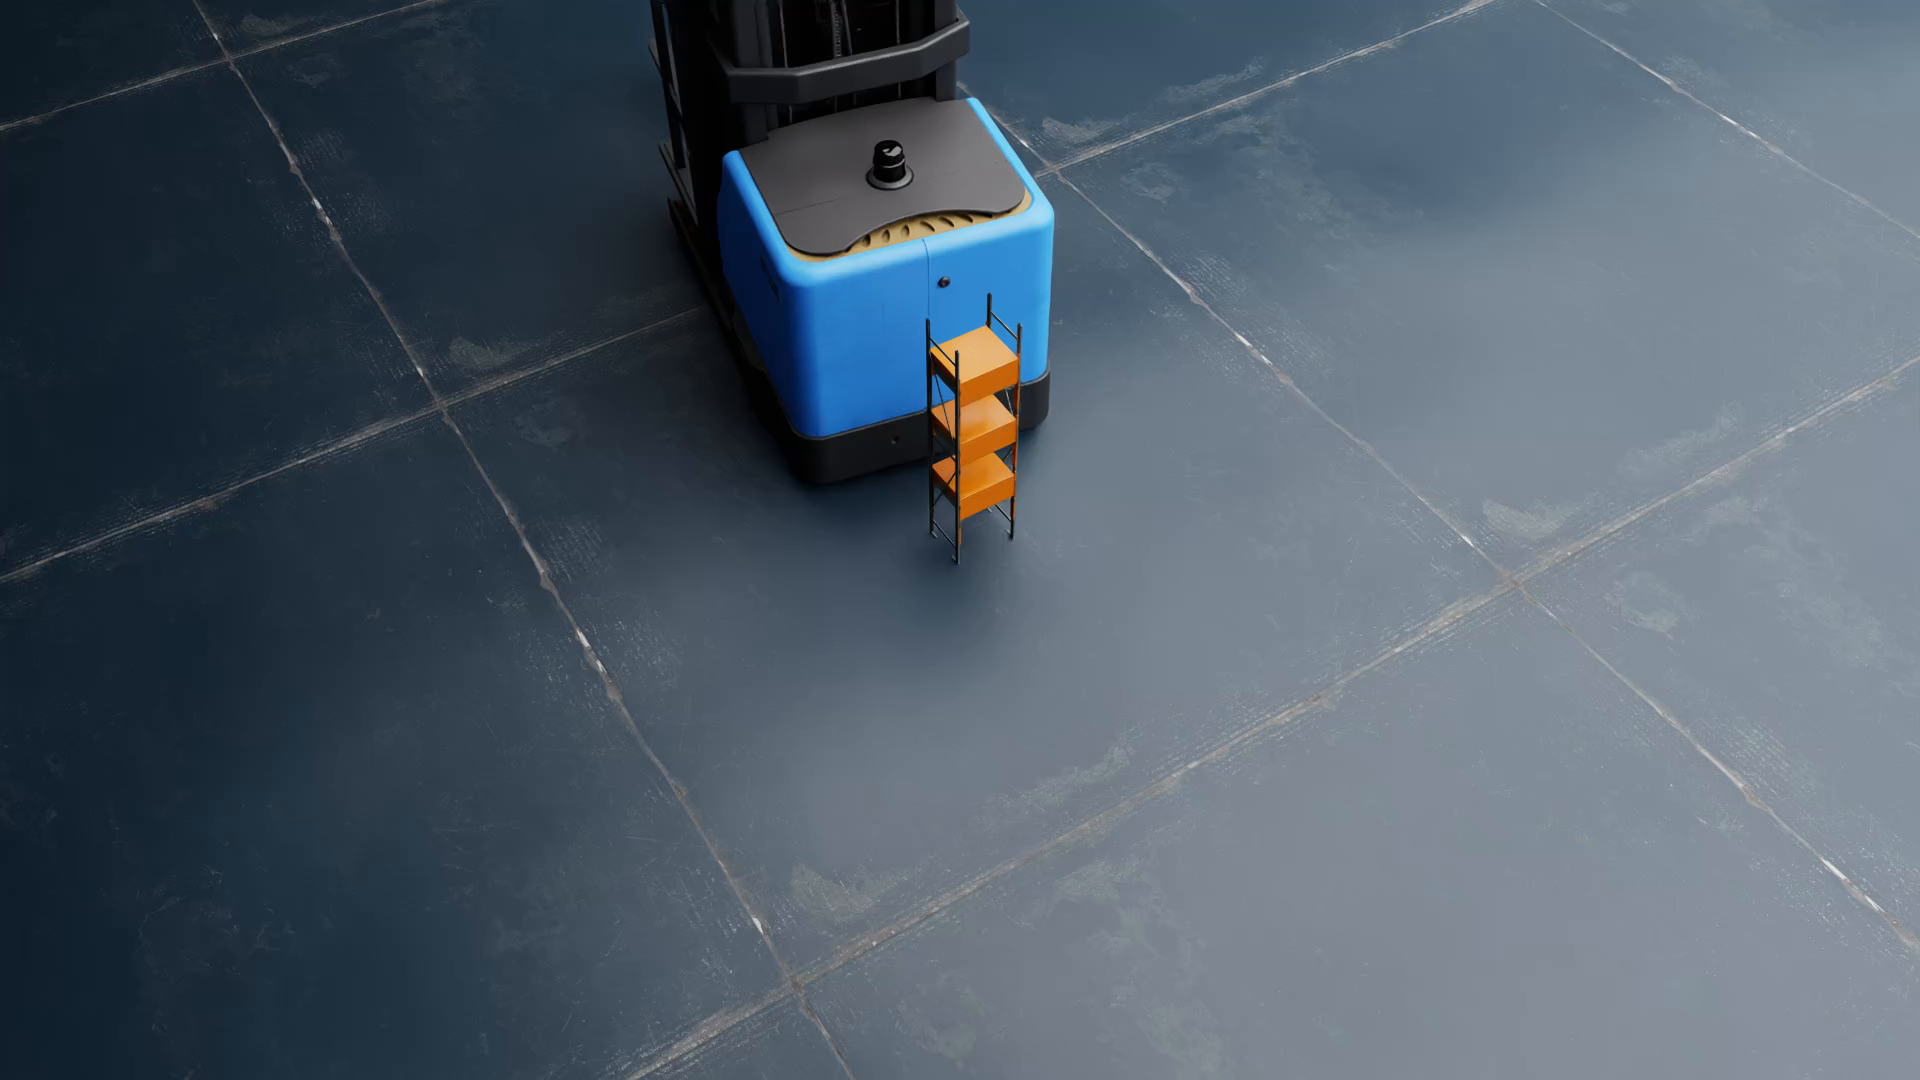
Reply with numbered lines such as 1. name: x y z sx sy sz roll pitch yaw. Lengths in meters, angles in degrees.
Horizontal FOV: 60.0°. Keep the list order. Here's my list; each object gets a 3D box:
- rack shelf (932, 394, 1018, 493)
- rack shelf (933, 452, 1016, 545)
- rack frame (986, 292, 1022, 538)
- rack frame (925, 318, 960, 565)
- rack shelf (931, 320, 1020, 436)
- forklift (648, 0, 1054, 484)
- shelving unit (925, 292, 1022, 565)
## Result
1. rack shelf: 0.045 -0.363 5.885 0.240 0.259 0.215 -25 53 -21
2. rack shelf: 0.045 -0.179 6.092 0.240 0.259 0.215 -25 53 -21
3. rack frame: 0.148 -0.419 5.920 0.008 1.050 0.200 -25 53 -21
4. rack frame: -0.058 -0.322 5.834 0.008 1.050 0.200 -25 53 -21
5. rack shelf: 0.045 -0.552 5.673 0.240 0.259 0.215 -25 53 -21
6. forklift: -0.656 -2.311 6.345 1.130 2.935 3.031 -16 50 -14
7. shelving unit: 0.045 -0.370 5.877 0.252 1.050 0.215 -25 53 -21
